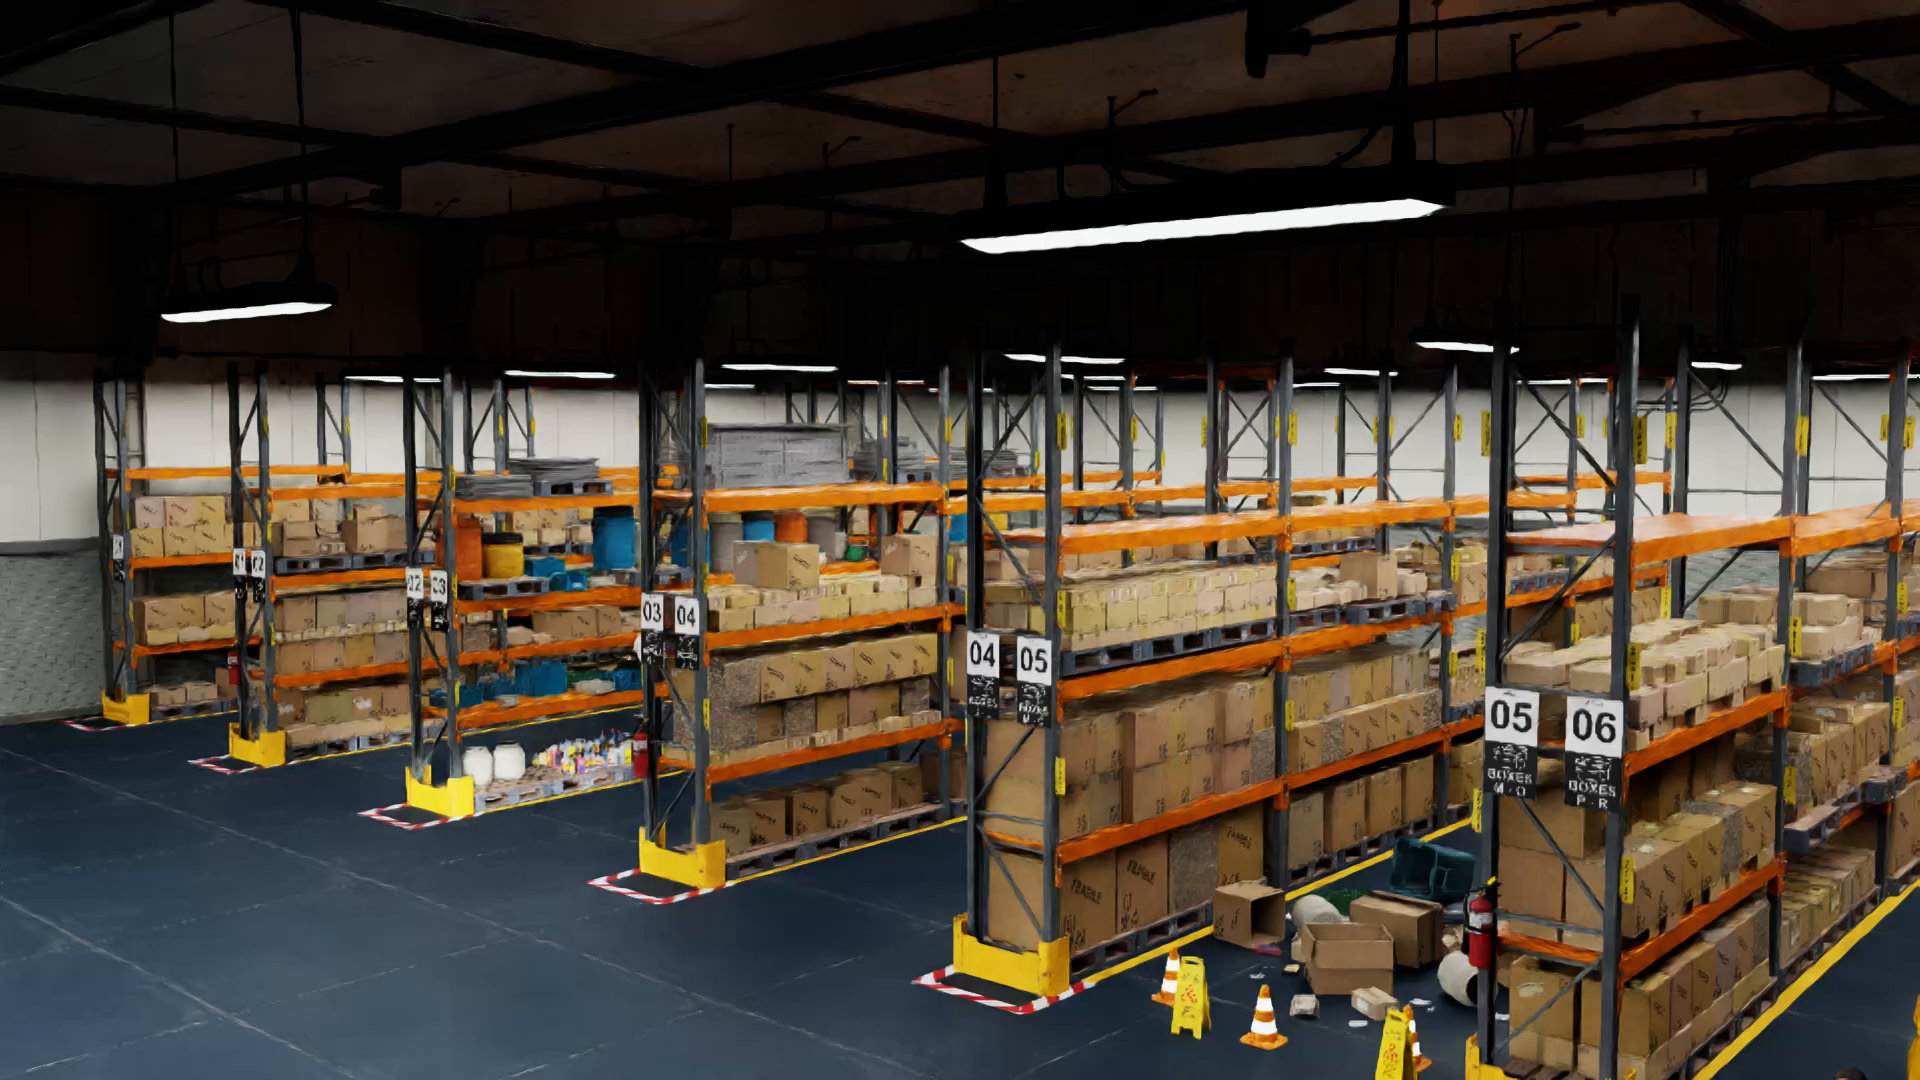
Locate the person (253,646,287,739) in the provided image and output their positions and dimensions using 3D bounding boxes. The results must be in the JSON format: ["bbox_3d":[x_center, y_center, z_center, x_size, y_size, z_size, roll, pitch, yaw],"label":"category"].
[{"bbox_3d":[-11.133,2.375,26.962,0.456,1.595,1.093,4,6,44],"label":"person"}]

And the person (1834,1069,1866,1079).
[{"bbox_3d":[4.934,3.687,9.259,0.479,1.567,1.091,4,6,43],"label":"person"}]

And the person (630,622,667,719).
[{"bbox_3d":[-5.393,2.199,28.672,0.567,1.713,1.041,3,5,32],"label":"person"}]
